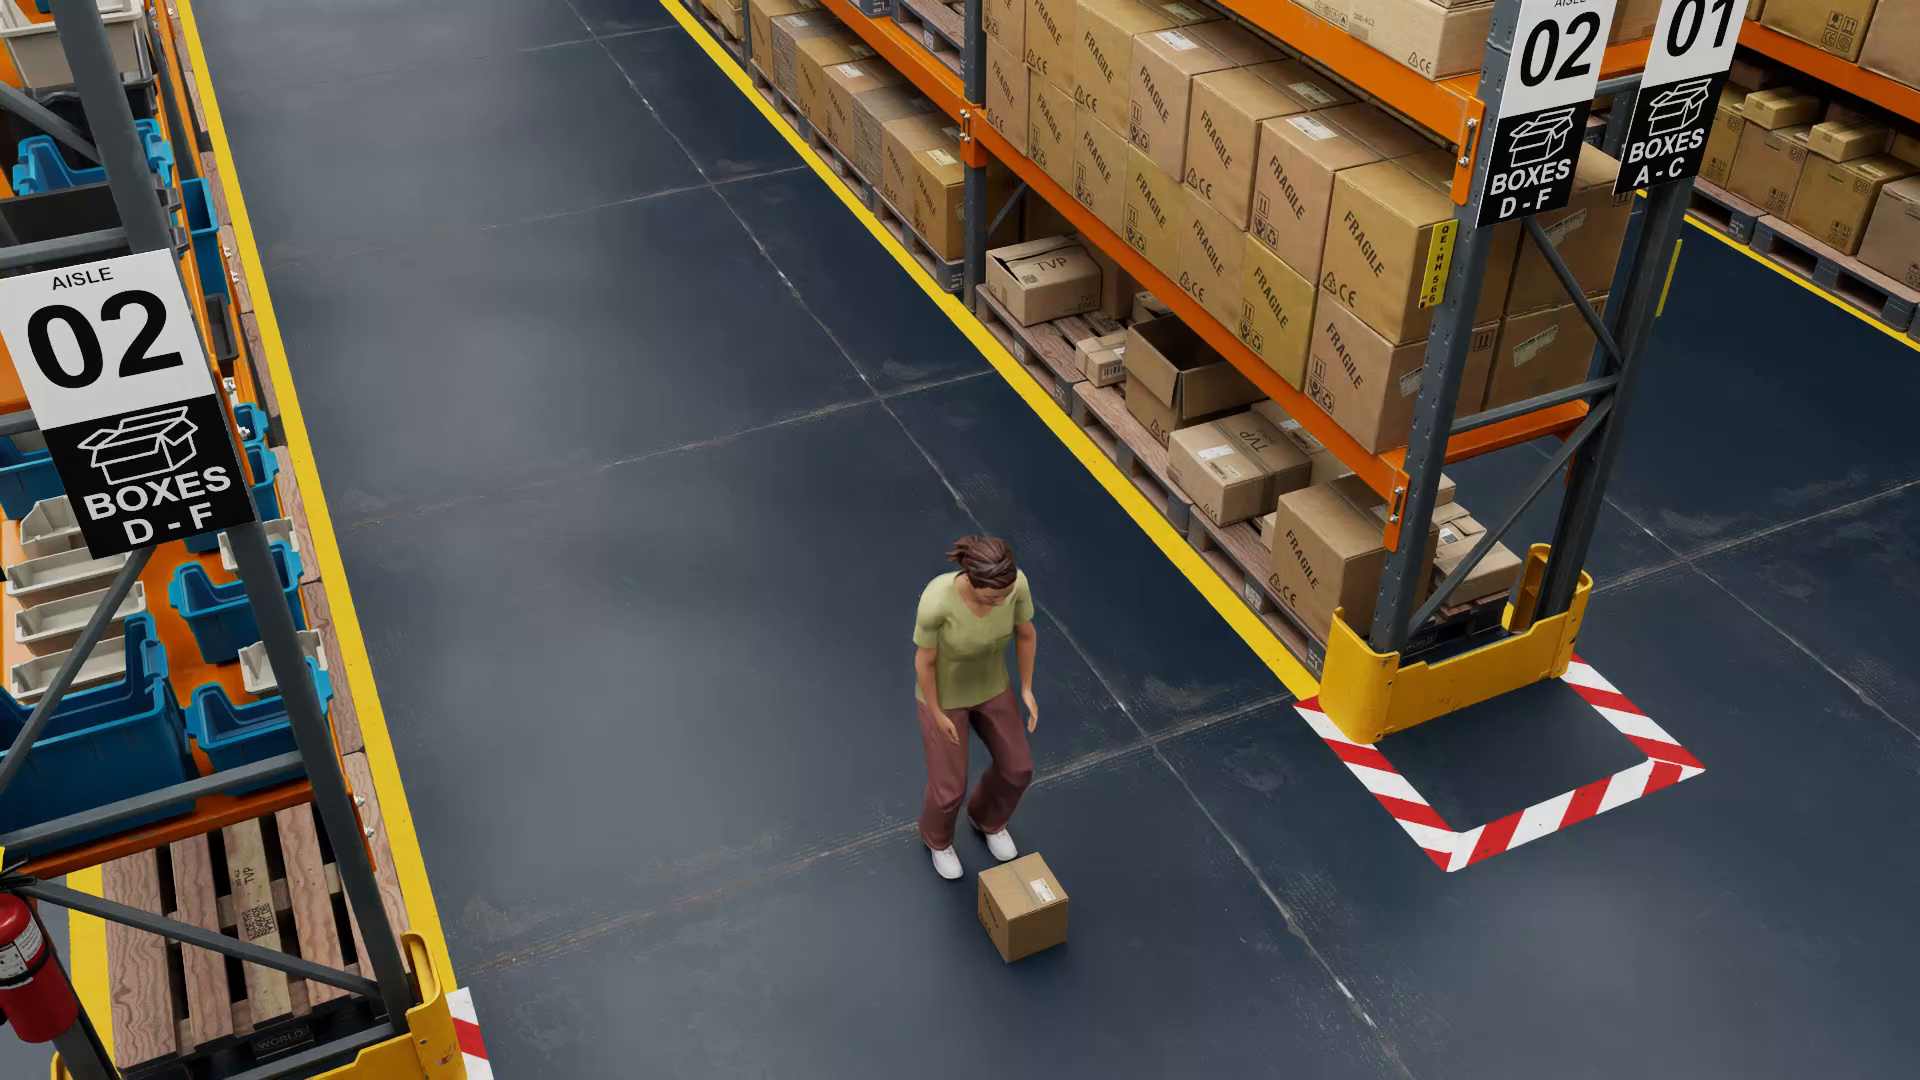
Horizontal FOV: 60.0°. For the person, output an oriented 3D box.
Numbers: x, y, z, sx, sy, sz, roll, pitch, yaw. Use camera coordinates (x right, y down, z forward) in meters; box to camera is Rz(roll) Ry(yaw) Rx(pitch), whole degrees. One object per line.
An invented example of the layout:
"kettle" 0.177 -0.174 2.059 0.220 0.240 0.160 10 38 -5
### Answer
"person" 0.062 0.588 6.154 0.478 1.603 0.426 -15 40 -19
